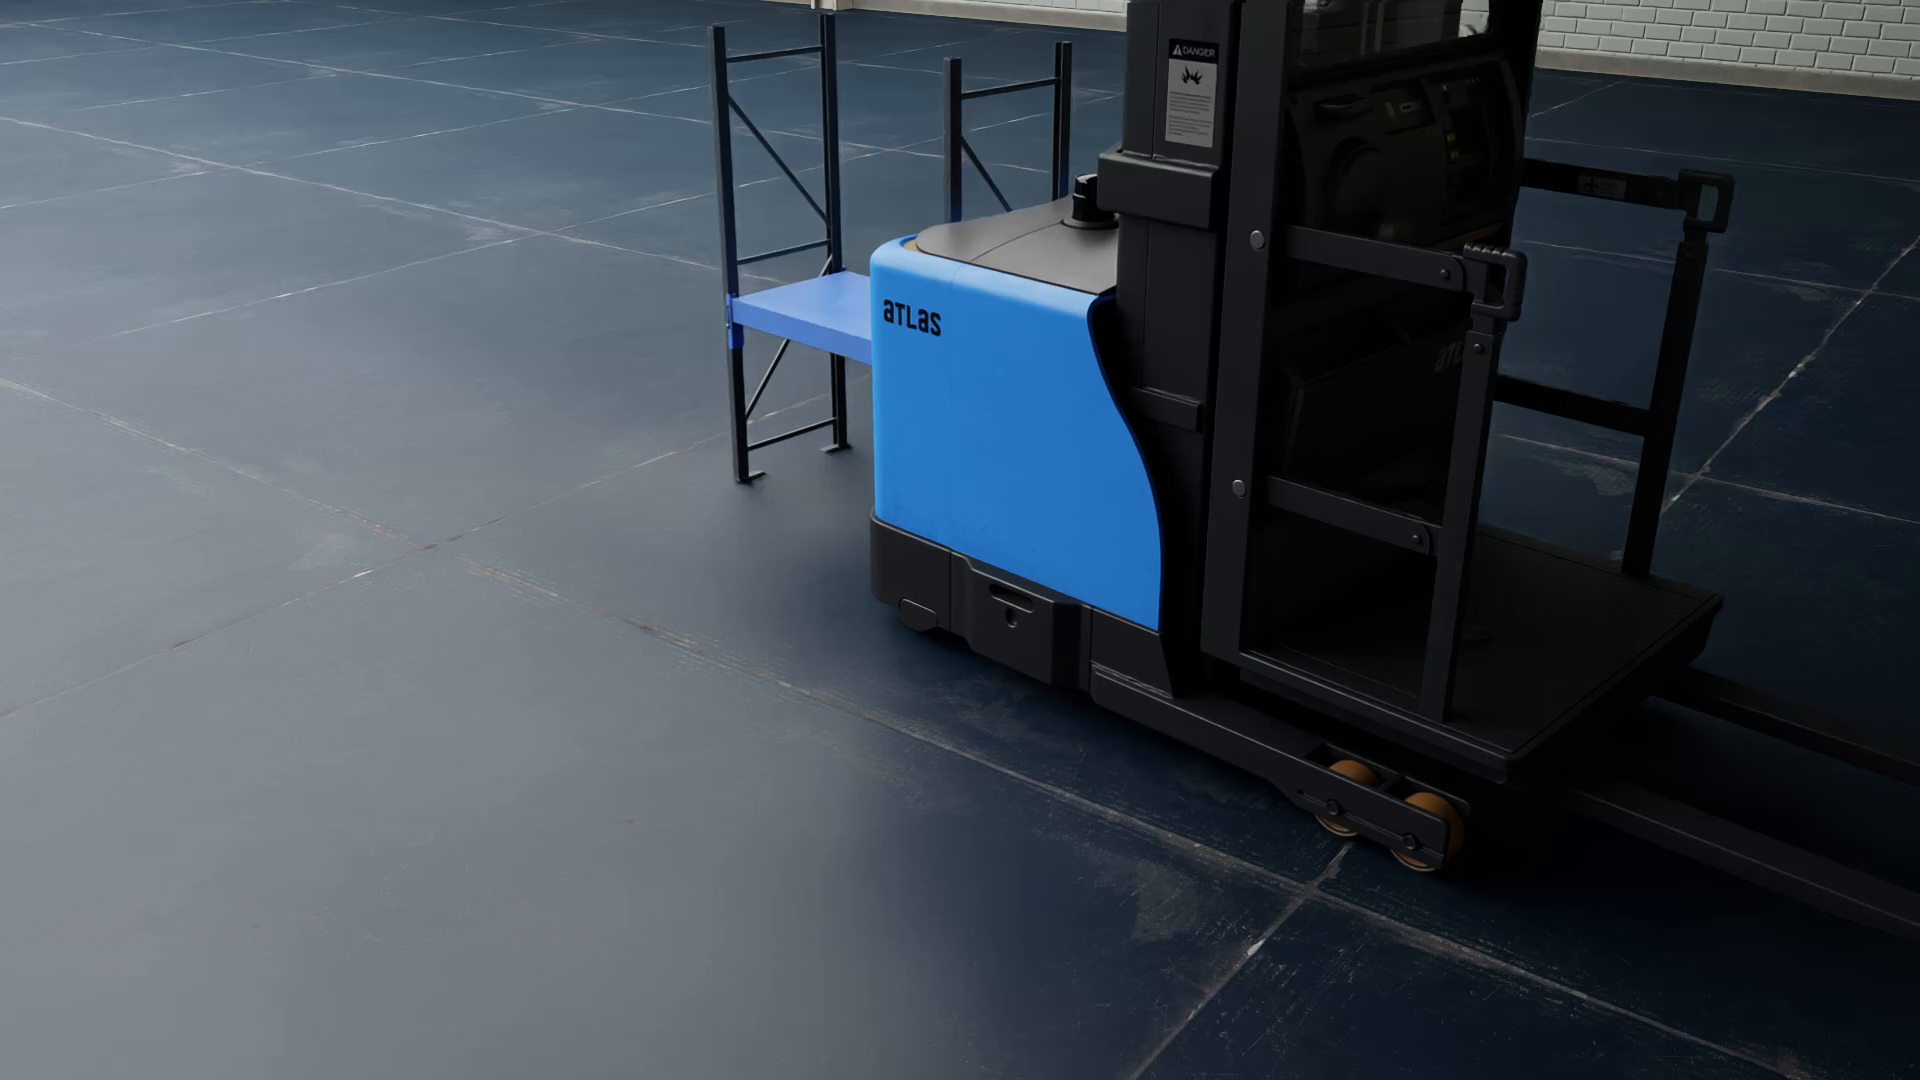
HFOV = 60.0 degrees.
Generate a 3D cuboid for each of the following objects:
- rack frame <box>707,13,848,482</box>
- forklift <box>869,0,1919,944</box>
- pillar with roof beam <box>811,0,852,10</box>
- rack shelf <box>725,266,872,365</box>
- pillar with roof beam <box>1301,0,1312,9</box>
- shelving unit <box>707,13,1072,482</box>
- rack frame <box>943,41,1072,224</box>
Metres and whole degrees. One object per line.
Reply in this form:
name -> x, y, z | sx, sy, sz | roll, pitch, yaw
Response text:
rack frame -> -0.593, -0.960, 5.570 | 0.032, 1.500, 0.500 | 21, 32, 40
forklift -> 1.155, -0.858, 3.563 | 3.031, 2.935, 1.130 | 21, 32, 40
pillar with roof beam -> -4.051, -8.858, 14.194 | 0.400, 9.000, 9.100 | 17, 29, 33
rack shelf -> -0.227, -0.653, 5.319 | 1.000, 0.185, 0.538 | 21, 32, 40
pillar with roof beam -> 0.750, -7.407, 10.901 | 0.400, 9.000, 9.100 | 17, 29, 33
shelving unit -> -0.227, -0.818, 5.246 | 1.048, 1.500, 0.538 | 21, 32, 40
rack frame -> 0.138, -0.675, 4.923 | 0.032, 1.500, 0.500 | 21, 32, 40
